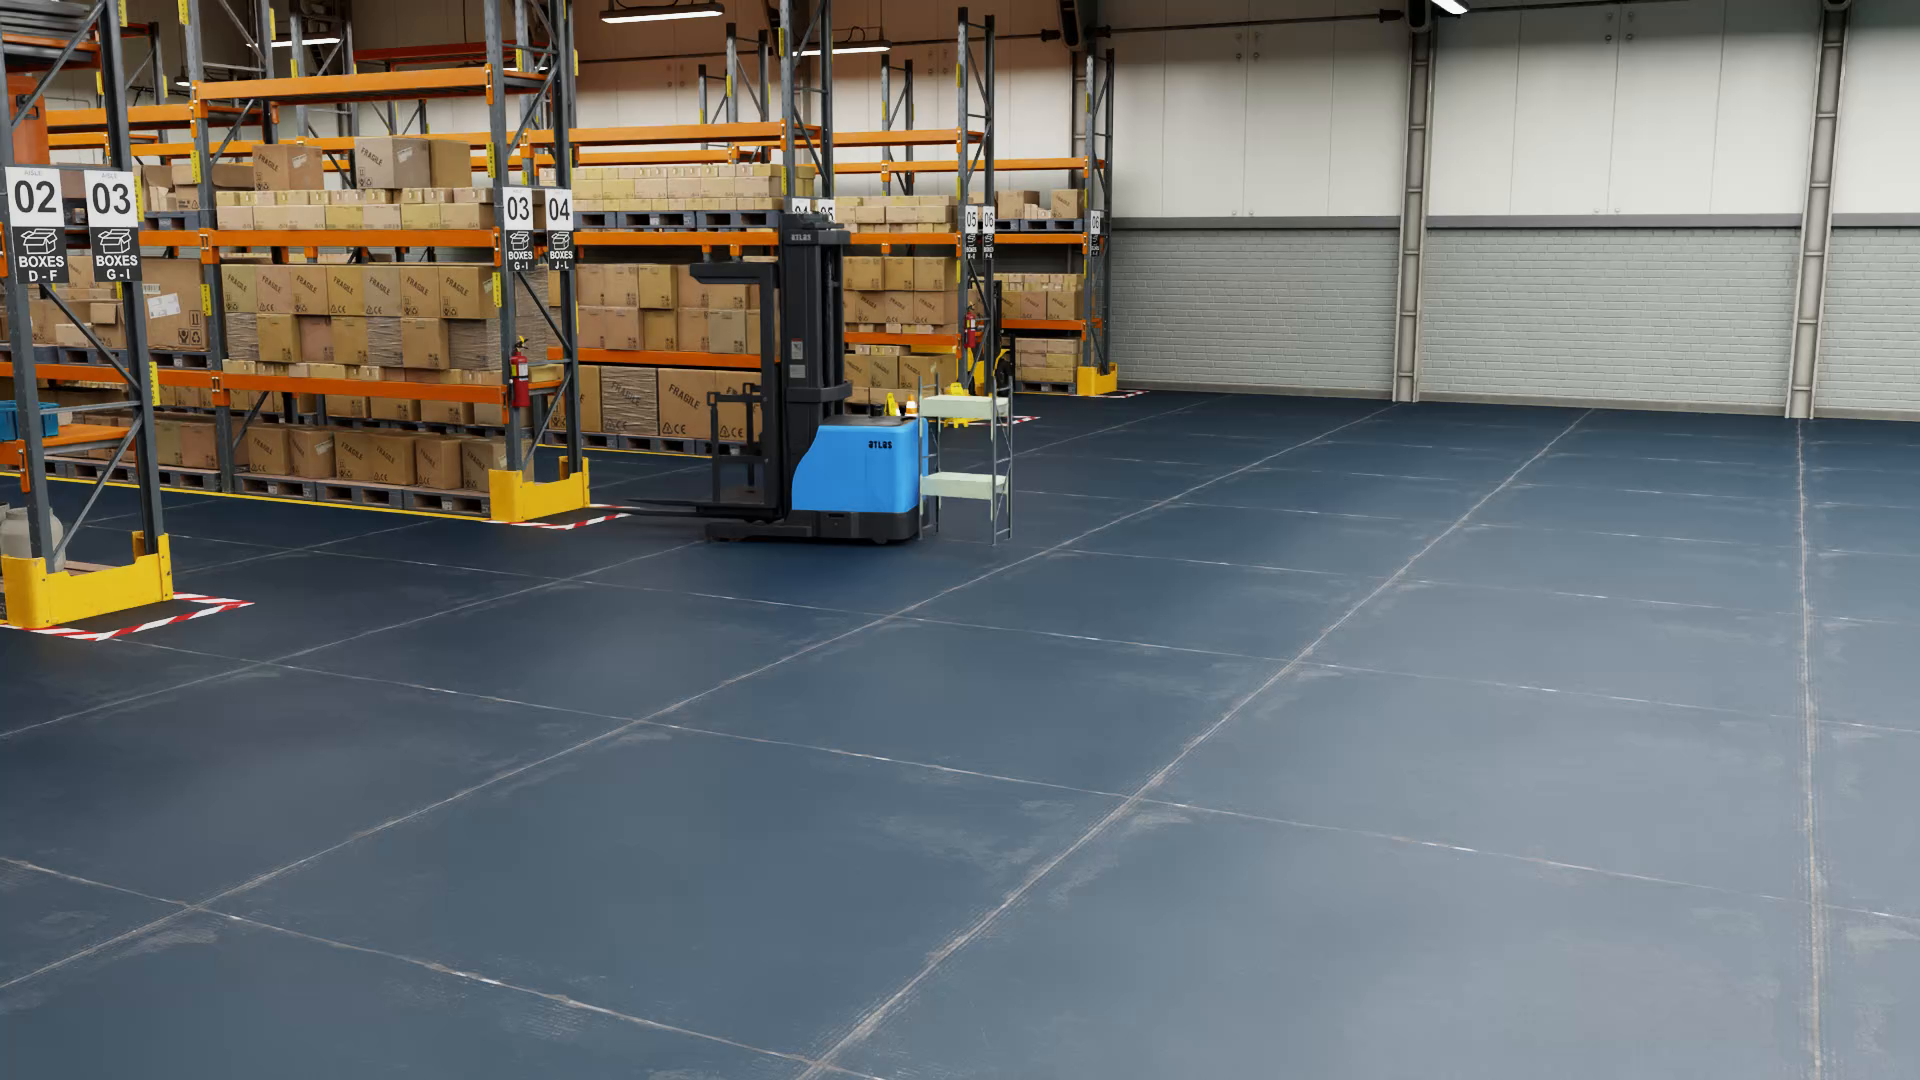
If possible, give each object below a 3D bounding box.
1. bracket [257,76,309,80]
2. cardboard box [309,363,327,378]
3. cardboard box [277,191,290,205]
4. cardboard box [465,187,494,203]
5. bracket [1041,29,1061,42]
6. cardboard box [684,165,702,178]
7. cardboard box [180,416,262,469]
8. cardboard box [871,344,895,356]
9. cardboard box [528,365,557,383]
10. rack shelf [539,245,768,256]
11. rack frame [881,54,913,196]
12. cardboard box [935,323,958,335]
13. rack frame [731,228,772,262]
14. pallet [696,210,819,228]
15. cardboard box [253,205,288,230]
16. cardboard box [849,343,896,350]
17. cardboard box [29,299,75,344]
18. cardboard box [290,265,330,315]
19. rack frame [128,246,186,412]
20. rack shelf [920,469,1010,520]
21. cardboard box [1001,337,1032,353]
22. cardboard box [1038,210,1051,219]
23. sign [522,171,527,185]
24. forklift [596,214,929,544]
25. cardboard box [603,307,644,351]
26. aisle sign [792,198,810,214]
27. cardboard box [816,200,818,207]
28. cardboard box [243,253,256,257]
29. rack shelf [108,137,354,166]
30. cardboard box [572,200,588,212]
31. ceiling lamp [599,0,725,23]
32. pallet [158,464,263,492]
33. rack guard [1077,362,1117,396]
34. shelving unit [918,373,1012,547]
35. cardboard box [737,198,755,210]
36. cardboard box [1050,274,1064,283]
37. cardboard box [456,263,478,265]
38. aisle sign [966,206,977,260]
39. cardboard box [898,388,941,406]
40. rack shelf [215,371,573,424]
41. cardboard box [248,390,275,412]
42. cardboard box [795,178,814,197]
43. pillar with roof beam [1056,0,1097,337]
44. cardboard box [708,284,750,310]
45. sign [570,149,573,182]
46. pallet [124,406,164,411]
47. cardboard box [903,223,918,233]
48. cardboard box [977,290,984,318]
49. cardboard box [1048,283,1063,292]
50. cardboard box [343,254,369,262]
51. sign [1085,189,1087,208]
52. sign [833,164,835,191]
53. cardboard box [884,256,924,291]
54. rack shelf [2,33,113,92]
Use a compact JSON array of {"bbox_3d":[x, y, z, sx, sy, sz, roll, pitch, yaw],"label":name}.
[{"bbox_3d":[-16.967,-10.656,38.732,5.218,0.066,0.076,5,11,26],"label":"bracket"},{"bbox_3d":[-6.538,-1.775,17.323,0.250,0.149,0.380,5,11,26],"label":"cardboard box"},{"bbox_3d":[-6.832,-3.535,17.217,0.250,0.149,0.380,5,12,28],"label":"cardboard box"},{"bbox_3d":[-4.530,-3.314,15.996,0.250,0.149,0.380,5,11,26],"label":"cardboard box"},{"bbox_3d":[1.680,-9.017,29.678,0.430,0.232,0.235,5,11,26],"label":"bracket"},{"bbox_3d":[-3.219,-4.581,20.701,0.250,0.149,0.380,5,11,26],"label":"cardboard box"},{"bbox_3d":[-8.271,-1.097,18.652,0.500,0.500,0.700,4,11,21],"label":"cardboard box"},{"bbox_3d":[-1.174,-2.928,25.600,0.250,0.149,0.380,5,12,27],"label":"cardboard box"},{"bbox_3d":[-4.293,-1.680,16.797,0.250,0.149,0.380,5,11,26],"label":"cardboard box"},{"bbox_3d":[-5.138,-4.921,27.595,4.000,0.370,1.077,5,11,26],"label":"rack shelf"},{"bbox_3d":[-1.152,-7.386,30.774,0.127,3.000,1.000,5,11,26],"label":"rack frame"},{"bbox_3d":[-0.188,-3.198,25.182,0.250,0.149,0.380,5,12,28],"label":"cardboard box"},{"bbox_3d":[-3.345,-3.641,26.927,0.127,3.000,1.000,5,11,26],"label":"rack frame"},{"bbox_3d":[-2.527,-4.017,20.828,1.213,0.211,1.003,5,11,26],"label":"pallet"},{"bbox_3d":[-6.963,-3.344,17.280,0.500,0.250,0.500,5,11,25],"label":"cardboard box"},{"bbox_3d":[-1.625,-3.512,31.700,0.625,0.625,0.875,6,12,28],"label":"cardboard box"},{"bbox_3d":[-10.815,-2.593,19.677,0.500,0.500,0.500,4,11,19],"label":"cardboard box"},{"bbox_3d":[-6.541,-2.591,17.202,0.500,0.500,0.500,5,11,26],"label":"cardboard box"},{"bbox_3d":[-12.619,-3.473,25.998,0.127,3.000,1.000,5,11,26],"label":"rack frame"},{"bbox_3d":[0.047,-0.417,15.152,0.720,0.370,0.431,5,11,24],"label":"rack shelf"},{"bbox_3d":[0.967,-3.529,30.039,0.500,0.250,0.500,5,11,27],"label":"cardboard box"},{"bbox_3d":[1.558,-5.744,29.369,0.250,0.149,0.380,5,11,24],"label":"cardboard box"},{"bbox_3d":[-5.676,-4.641,21.690,0.005,0.325,0.100,5,11,26],"label":"sign"},{"bbox_3d":[-1.860,-1.516,15.378,3.031,2.935,1.130,2,10,11],"label":"forklift"},{"bbox_3d":[-4.173,-2.788,21.793,0.550,0.550,0.875,5,11,26],"label":"cardboard box"},{"bbox_3d":[-1.926,-3.753,20.246,0.004,0.787,0.394,5,11,26],"label":"aisle sign"},{"bbox_3d":[-2.014,-5.215,25.667,0.250,0.149,0.380,5,11,25],"label":"cardboard box"},{"bbox_3d":[-13.217,-5.309,31.233,0.250,0.149,0.380,5,11,24],"label":"cardboard box"},{"bbox_3d":[-10.825,-5.717,24.692,4.000,0.370,1.077,5,11,26],"label":"rack shelf"},{"bbox_3d":[-4.812,-4.328,21.544,0.250,0.149,0.380,5,11,26],"label":"cardboard box"},{"bbox_3d":[-4.191,-9.106,23.887,2.000,3.185,0.800,5,11,26],"label":"ceiling lamp"},{"bbox_3d":[-8.428,-0.748,18.768,1.213,0.211,1.003,5,11,26],"label":"pallet"},{"bbox_3d":[2.457,-2.887,29.779,0.348,0.500,1.175,5,11,26],"label":"rack guard"},{"bbox_3d":[0.047,-0.737,15.094,0.755,1.500,0.431,5,11,24],"label":"shelving unit"},{"bbox_3d":[-2.531,-4.128,20.438,0.250,0.149,0.380,5,11,26],"label":"cardboard box"},{"bbox_3d":[1.786,-4.643,29.524,0.250,0.149,0.380,5,11,26],"label":"cardboard box"},{"bbox_3d":[-8.417,-4.576,29.003,0.500,0.500,0.500,5,11,26],"label":"cardboard box"},{"bbox_3d":[0.170,-4.554,24.671,0.004,0.787,0.394,5,11,26],"label":"aisle sign"},{"bbox_3d":[-0.623,-2.202,25.518,0.500,0.250,0.500,5,11,26],"label":"cardboard box"},{"bbox_3d":[-5.936,-1.547,17.375,4.000,0.370,1.077,5,11,26],"label":"rack shelf"},{"bbox_3d":[-10.201,-2.186,24.727,0.500,0.500,0.500,6,12,28],"label":"cardboard box"},{"bbox_3d":[-2.176,-4.411,20.883,0.500,0.250,0.500,5,11,26],"label":"cardboard box"},{"bbox_3d":[0.305,-6.582,26.332,0.548,9.000,9.100,5,11,26],"label":"pillar with roof beam"},{"bbox_3d":[-2.707,-3.197,21.017,0.550,0.550,0.875,5,11,26],"label":"cardboard box"},{"bbox_3d":[-3.903,-3.736,16.574,0.005,0.325,0.100,5,11,26],"label":"sign"},{"bbox_3d":[-13.237,-2.148,26.507,1.213,0.211,1.003,5,11,26],"label":"pallet"},{"bbox_3d":[-0.662,-4.703,25.074,0.250,0.149,0.380,5,12,28],"label":"cardboard box"},{"bbox_3d":[0.501,-4.286,30.207,0.500,0.500,0.500,5,11,26],"label":"cardboard box"},{"bbox_3d":[1.758,-4.485,29.489,0.250,0.149,0.380,5,12,27],"label":"cardboard box"},{"bbox_3d":[-10.936,-5.106,30.107,0.250,0.149,0.380,5,11,25],"label":"cardboard box"},{"bbox_3d":[2.183,-5.906,28.755,0.005,0.325,0.100,5,11,26],"label":"sign"},{"bbox_3d":[-1.606,-4.561,20.908,0.005,0.325,0.100,5,11,26],"label":"sign"},{"bbox_3d":[-0.763,-4.060,25.318,0.500,0.500,0.700,5,11,26],"label":"cardboard box"},{"bbox_3d":[-8.128,-3.511,12.506,4.000,0.370,1.077,5,11,26],"label":"rack shelf"}]
